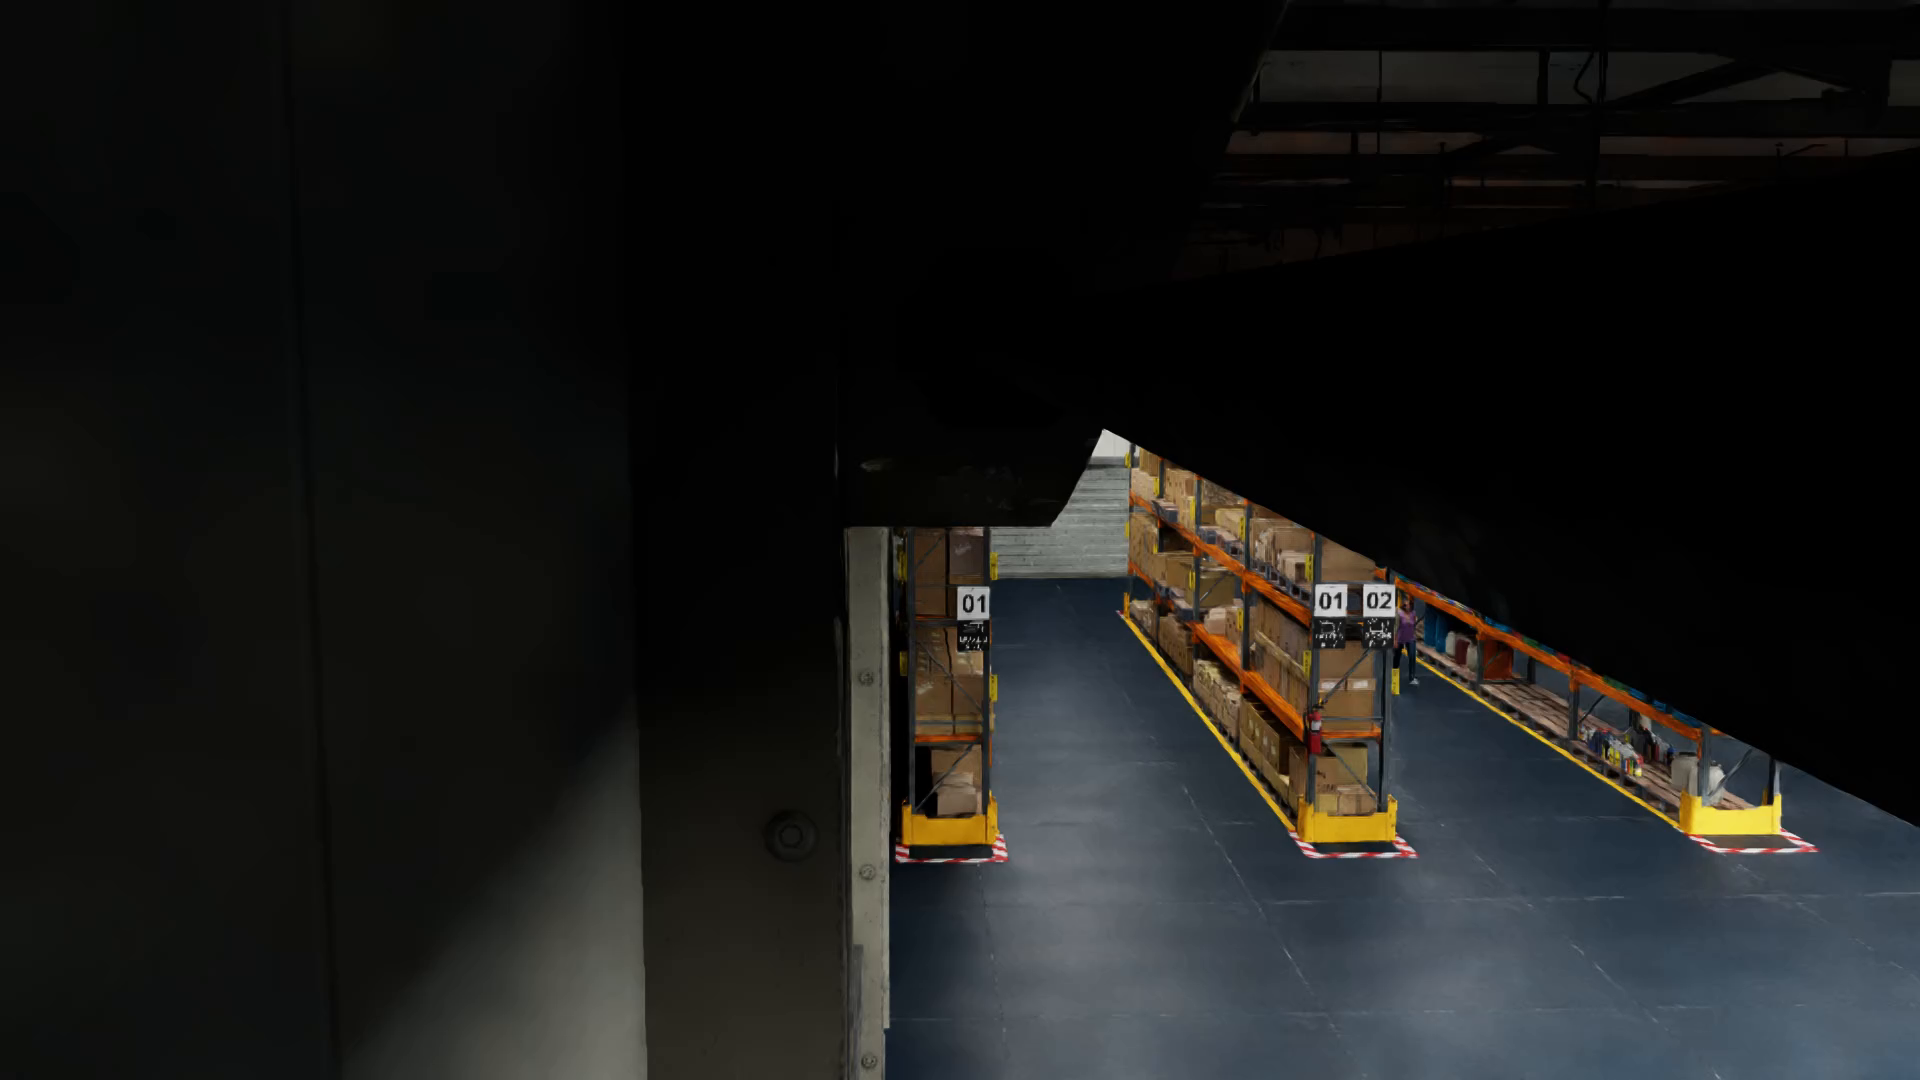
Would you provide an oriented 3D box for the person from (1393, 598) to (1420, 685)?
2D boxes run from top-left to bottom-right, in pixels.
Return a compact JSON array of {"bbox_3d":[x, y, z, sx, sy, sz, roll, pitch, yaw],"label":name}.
[{"bbox_3d":[7.923,1.774,29.650,0.417,1.517,1.037,0,7,0],"label":"person"}]

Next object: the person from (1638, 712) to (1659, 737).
[{"bbox_3d":[10.654,2.191,25.773,0.454,1.678,0.540,-3,8,-25],"label":"person"}]
